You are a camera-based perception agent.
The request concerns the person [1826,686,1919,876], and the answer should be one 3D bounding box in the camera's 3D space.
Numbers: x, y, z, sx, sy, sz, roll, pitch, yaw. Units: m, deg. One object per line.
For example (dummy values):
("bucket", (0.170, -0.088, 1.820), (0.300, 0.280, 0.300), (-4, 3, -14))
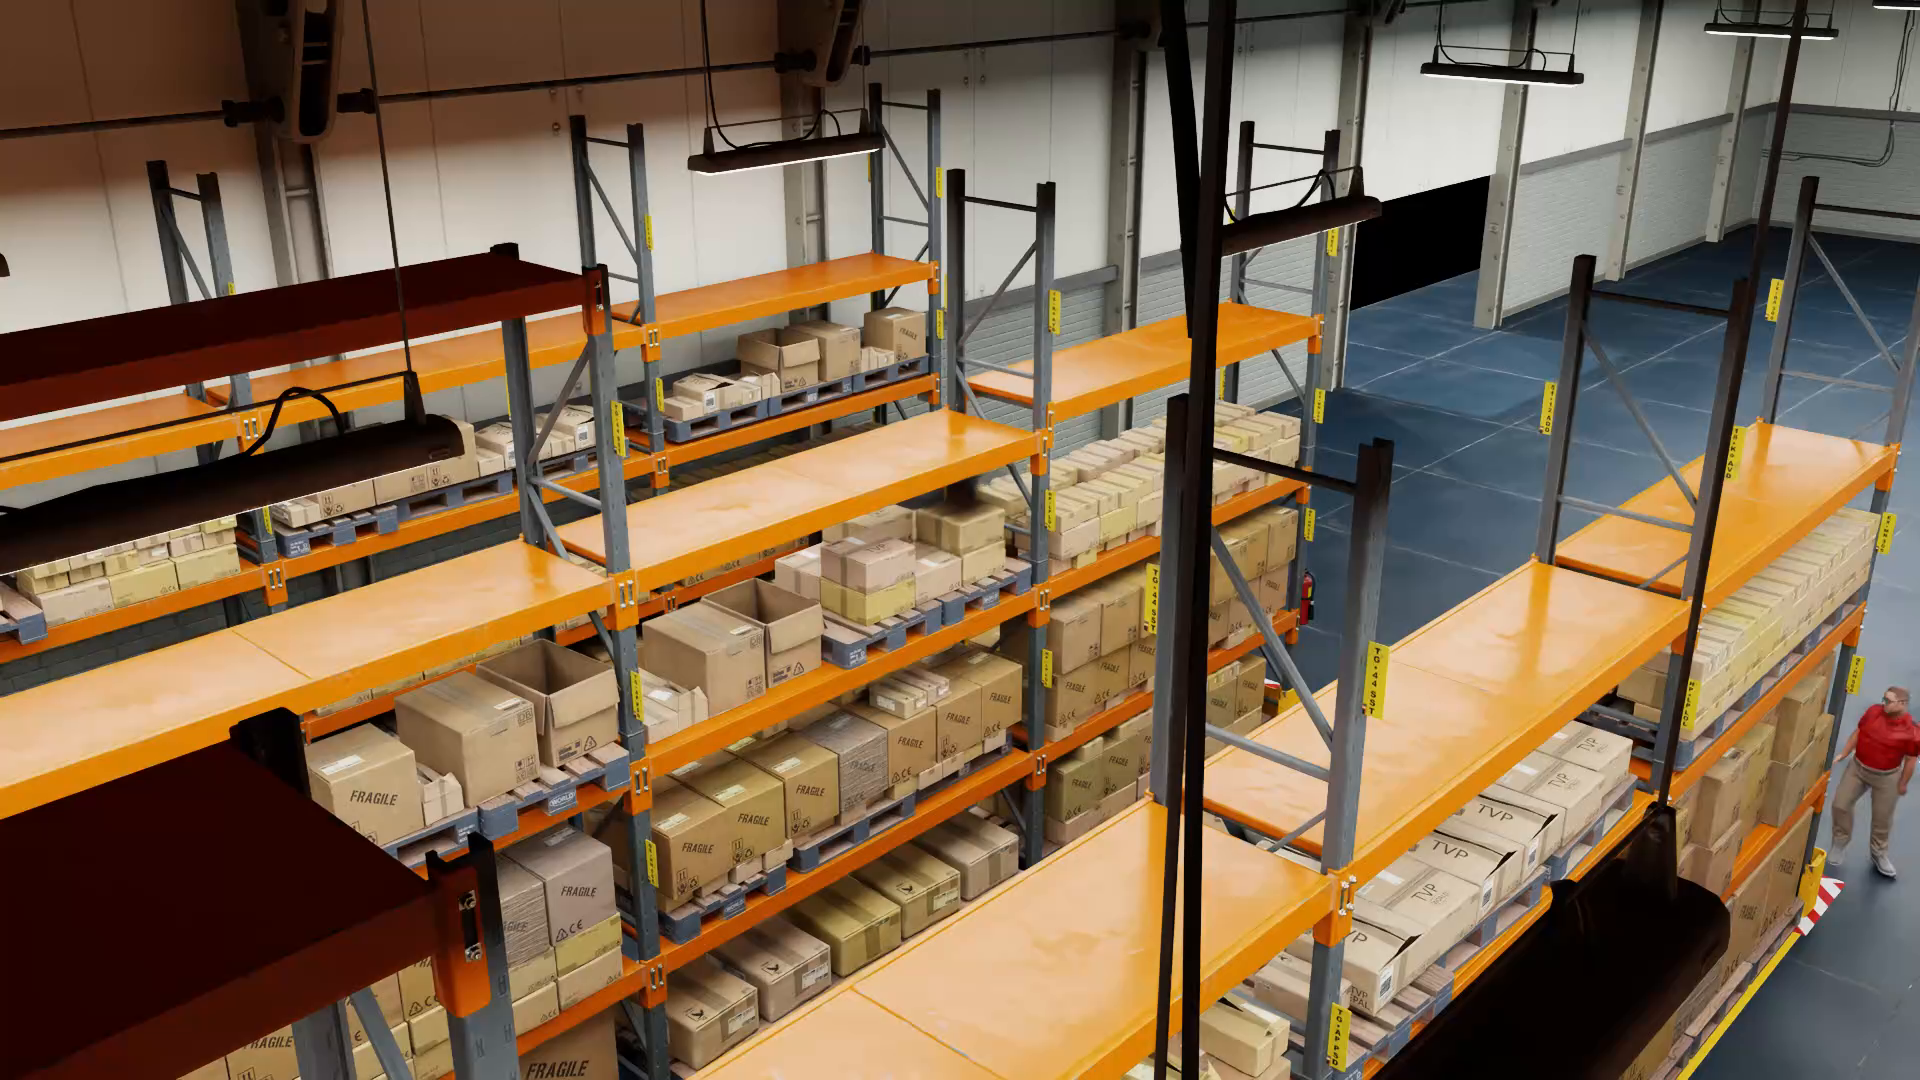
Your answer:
("person", (7.900, 2.043, 14.390), (0.397, 1.772, 0.705), (-14, 25, -33))
